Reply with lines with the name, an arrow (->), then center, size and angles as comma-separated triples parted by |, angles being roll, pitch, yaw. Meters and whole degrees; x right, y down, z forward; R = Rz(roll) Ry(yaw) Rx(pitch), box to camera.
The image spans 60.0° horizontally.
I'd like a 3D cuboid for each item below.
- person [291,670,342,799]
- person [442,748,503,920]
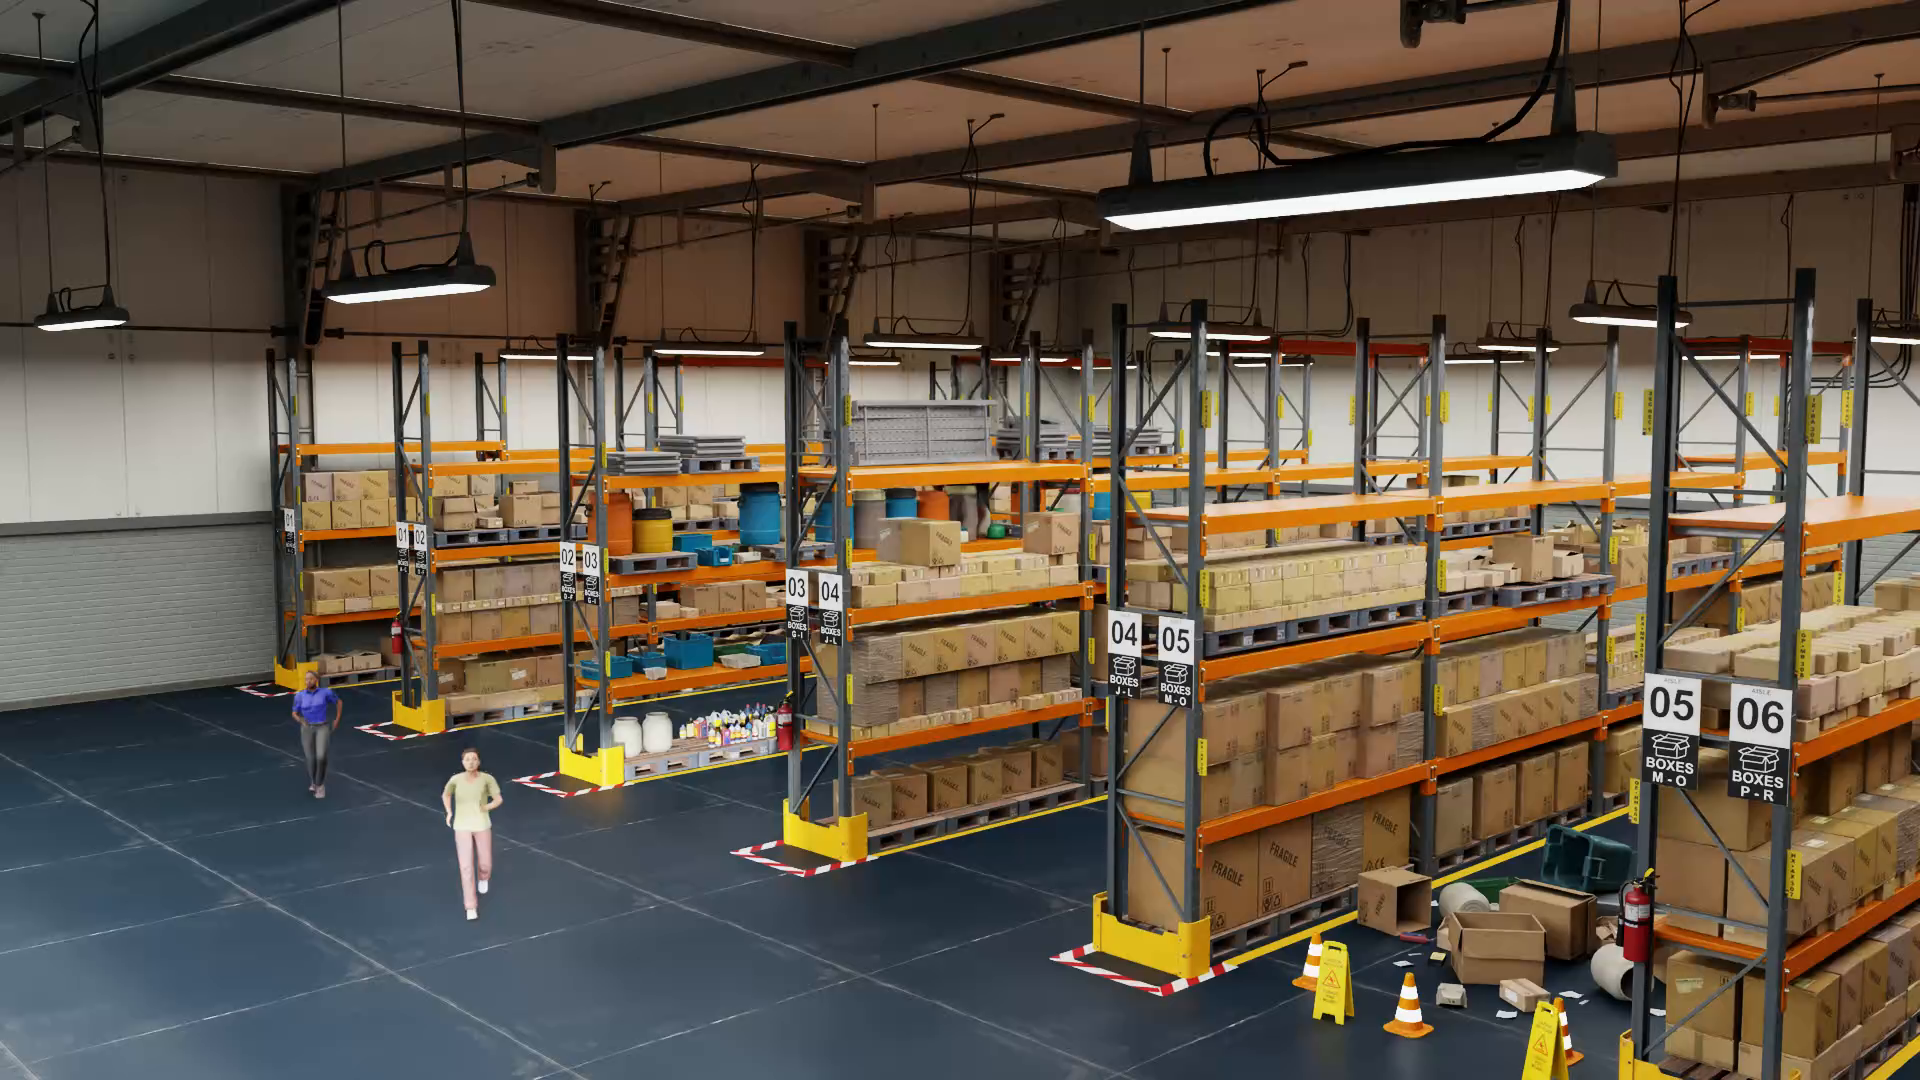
person -> -8.314, 2.513, 21.482 | 0.582, 1.652, 0.702 | -1, 5, -13
person -> -4.887, 2.893, 16.679 | 0.588, 1.643, 0.895 | -1, 5, -15
